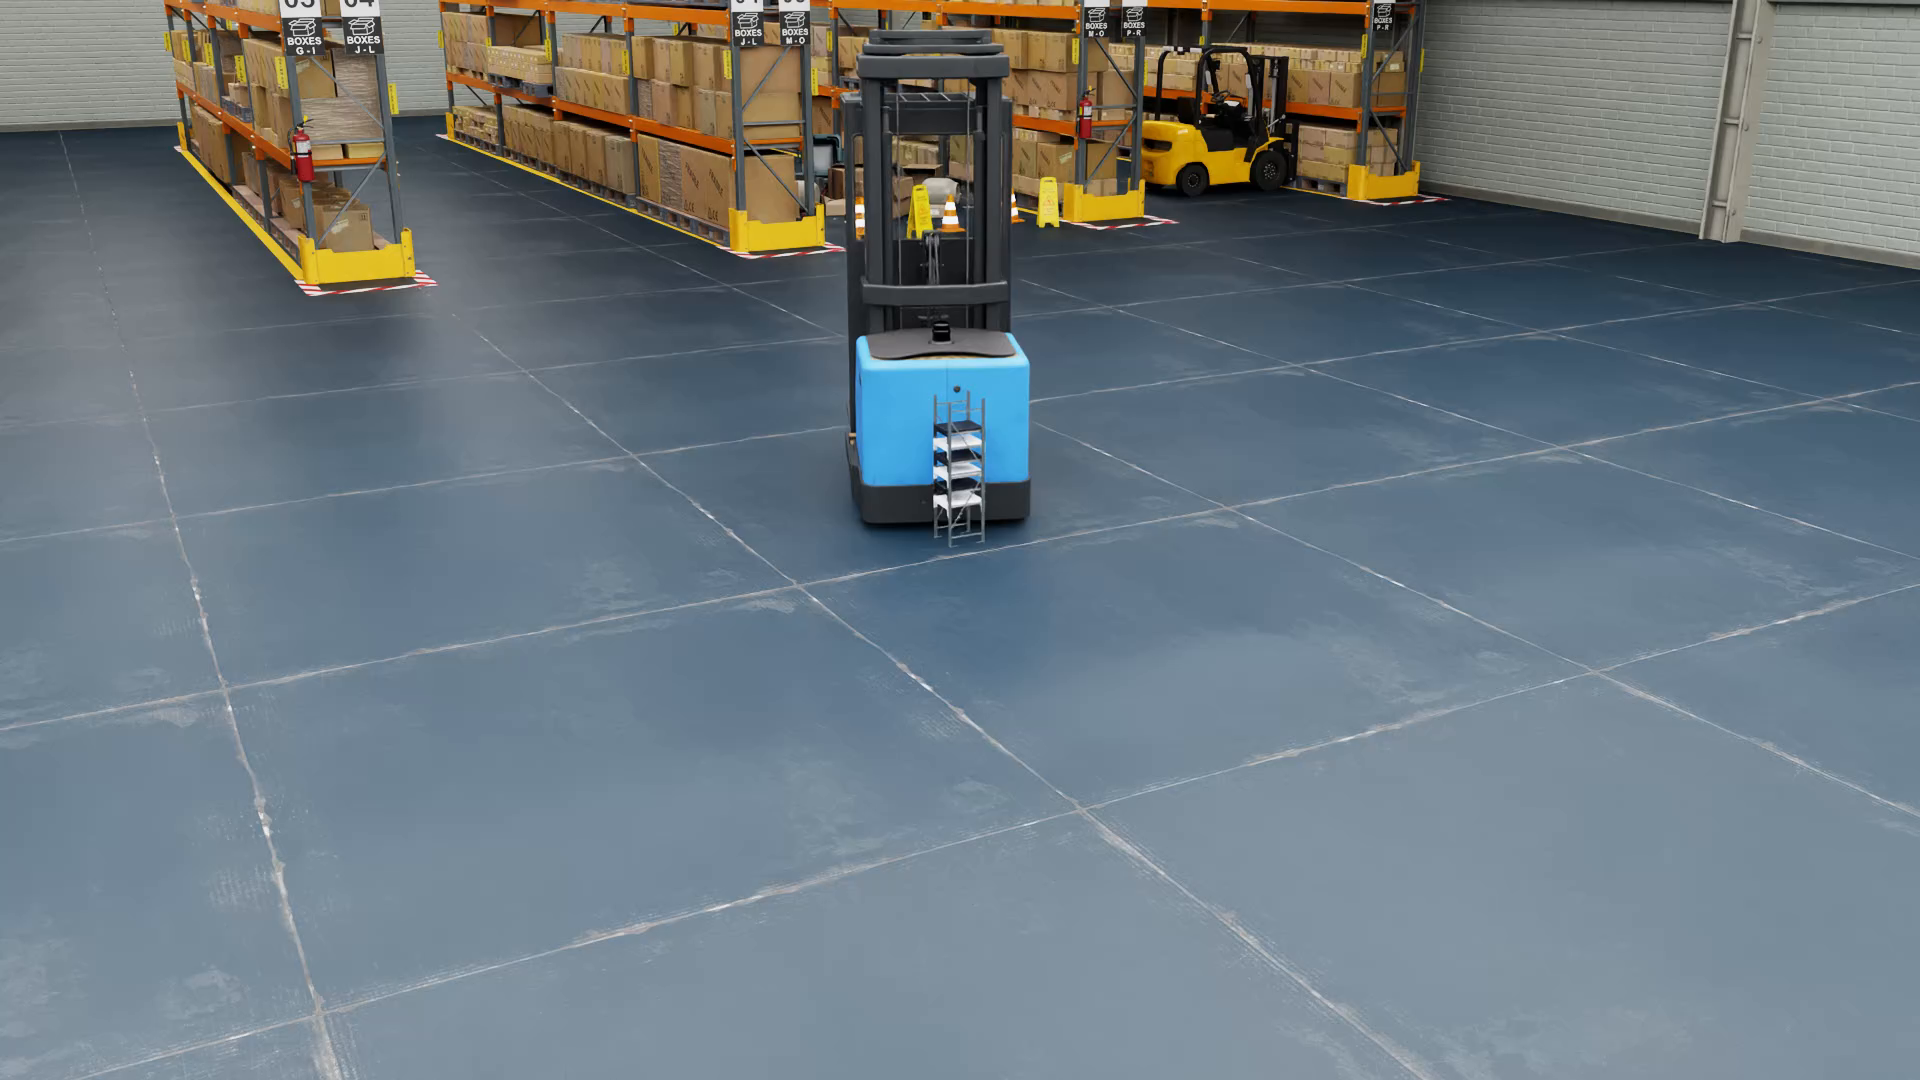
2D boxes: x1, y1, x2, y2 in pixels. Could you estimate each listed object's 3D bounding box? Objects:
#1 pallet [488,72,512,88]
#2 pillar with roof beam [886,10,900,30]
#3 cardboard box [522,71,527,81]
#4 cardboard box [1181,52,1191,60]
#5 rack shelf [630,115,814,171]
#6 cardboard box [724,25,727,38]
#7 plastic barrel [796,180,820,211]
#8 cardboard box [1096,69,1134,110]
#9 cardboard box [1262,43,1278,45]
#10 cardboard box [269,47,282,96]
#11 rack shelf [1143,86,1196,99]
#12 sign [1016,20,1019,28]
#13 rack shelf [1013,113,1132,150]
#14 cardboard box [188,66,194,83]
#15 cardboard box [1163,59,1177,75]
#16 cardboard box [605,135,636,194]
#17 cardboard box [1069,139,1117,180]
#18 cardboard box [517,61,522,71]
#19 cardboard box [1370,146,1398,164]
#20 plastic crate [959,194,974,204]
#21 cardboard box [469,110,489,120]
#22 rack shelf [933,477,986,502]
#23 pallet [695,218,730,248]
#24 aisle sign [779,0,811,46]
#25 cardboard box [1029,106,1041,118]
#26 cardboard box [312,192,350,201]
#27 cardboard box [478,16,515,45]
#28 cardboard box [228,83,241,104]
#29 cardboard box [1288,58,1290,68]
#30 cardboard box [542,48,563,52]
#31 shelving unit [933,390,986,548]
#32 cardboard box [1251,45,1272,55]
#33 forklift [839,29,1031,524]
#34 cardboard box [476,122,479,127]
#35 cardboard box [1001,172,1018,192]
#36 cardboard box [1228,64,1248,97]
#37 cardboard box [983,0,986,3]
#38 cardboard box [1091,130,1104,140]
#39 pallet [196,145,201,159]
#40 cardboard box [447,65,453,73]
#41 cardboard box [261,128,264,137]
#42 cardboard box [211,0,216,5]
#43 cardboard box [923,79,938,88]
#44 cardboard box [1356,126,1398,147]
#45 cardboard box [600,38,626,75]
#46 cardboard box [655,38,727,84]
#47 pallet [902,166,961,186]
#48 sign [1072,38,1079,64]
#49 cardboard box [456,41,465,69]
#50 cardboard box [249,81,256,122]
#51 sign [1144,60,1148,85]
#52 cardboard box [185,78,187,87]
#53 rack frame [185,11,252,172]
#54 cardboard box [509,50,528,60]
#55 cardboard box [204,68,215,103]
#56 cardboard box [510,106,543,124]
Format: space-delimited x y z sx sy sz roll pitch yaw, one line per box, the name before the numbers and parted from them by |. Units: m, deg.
pallet | -7.740 -8.186 29.550 1.003 0.211 1.213 -10 21 -27
pillar with roof beam | -5.476 -14.315 37.821 9.100 9.000 0.400 -10 21 -27
cardboard box | -7.069 -7.738 27.698 0.380 0.149 0.250 -10 22 -27
cardboard box | 4.002 -8.276 28.370 0.380 0.149 0.250 -10 22 -27
rack shelf | -3.227 -5.308 22.017 1.077 0.370 4.000 -10 21 -27
cardboard box | -4.368 -10.074 33.040 0.500 0.500 0.500 -10 22 -27
plastic barrel | -2.288 -4.916 23.729 0.512 0.421 0.421 4 19 11
cardboard box | 2.051 -6.236 22.996 0.500 0.500 0.500 -10 22 -27
cardboard box | 5.136 -8.085 27.359 0.380 0.149 0.250 -10 22 -27
cardboard box | -7.411 -5.257 18.626 0.500 0.500 0.500 -10 21 -27
rack shelf | 3.549 -8.022 29.882 1.077 0.370 4.000 -10 21 -27
sign | 1.186 -10.718 34.820 0.100 0.325 0.005 -10 21 -27
rack shelf | 1.082 -6.103 24.324 1.077 0.370 4.000 -10 21 -27
cardboard box | -12.829 -7.935 28.302 0.500 0.250 0.500 -10 22 -28
cardboard box | 3.790 -8.201 28.763 0.500 0.250 0.500 -11 22 -28
cardboard box | -4.550 -5.521 24.338 1.050 0.750 0.750 -10 21 -27
cardboard box | 1.880 -5.404 23.615 0.500 0.500 0.500 -11 22 -28
cardboard box | -7.201 -7.957 27.878 0.380 0.149 0.250 -10 21 -27
cardboard box | 6.358 -5.941 25.556 0.500 0.250 0.500 -10 21 -26
plastic crate | 0.156 -5.060 24.672 0.583 0.080 0.402 16 25 39
cardboard box | -9.282 -8.221 32.172 0.380 0.149 0.250 -10 21 -26
rack shelf | -0.005 -0.308 10.022 0.258 0.077 0.200 -9 21 -24
pallet | -2.725 -3.973 21.321 1.003 0.211 1.213 -10 21 -27
aisle sign | -1.979 -6.329 19.888 0.394 0.787 0.004 -10 21 -27
cardboard box | 1.196 -6.027 23.383 0.380 0.149 0.250 -10 21 -26
cardboard box | -7.566 -3.882 19.971 0.500 0.500 0.500 -8 21 -22
cardboard box | -8.436 -9.272 30.261 0.500 0.500 0.500 -11 22 -29
cardboard box | -9.895 -6.242 23.208 0.500 0.250 0.500 -11 22 -28
cardboard box | 5.317 -7.499 26.118 0.380 0.149 0.250 -10 21 -27
cardboard box | -6.995 -8.420 28.764 0.380 0.149 0.250 -11 22 -29
shelving unit | -0.005 -0.424 9.981 0.258 0.900 0.210 -9 21 -24
cardboard box | 4.900 -7.852 26.683 0.380 0.149 0.250 -10 22 -28
forklift | -0.231 -1.923 11.211 1.130 2.935 3.031 -2 19 -6
cardboard box | -9.176 -8.101 32.280 0.380 0.149 0.250 -9 21 -24
cardboard box | 0.918 -5.258 24.341 0.500 0.250 0.500 -11 22 -29
cardboard box | 4.741 -7.520 27.173 0.500 0.500 0.500 -10 21 -26
cardboard box | 0.555 -7.895 24.199 0.380 0.149 0.250 -11 22 -28
cardboard box | 2.883 -7.831 31.223 0.875 0.625 0.625 -9 21 -25
pallet | -13.264 -7.042 30.216 1.003 0.211 1.213 -10 21 -27
cardboard box | -10.009 -9.404 33.171 0.380 0.149 0.250 -10 21 -27
cardboard box | -8.502 -5.114 20.739 0.380 0.149 0.250 -10 21 -27
cardboard box | -10.246 -7.656 23.352 0.500 0.250 0.500 -9 21 -25
cardboard box | -0.355 -7.202 26.147 0.380 0.149 0.250 -10 21 -26
cardboard box | 6.336 -6.178 25.475 0.500 0.250 0.500 -10 22 -27
cardboard box | -4.903 -7.176 24.643 0.700 0.500 0.500 -10 21 -26
cardboard box | -3.532 -6.376 22.125 0.875 0.550 0.550 -10 21 -27
pallet | -0.239 -5.923 26.972 1.003 0.211 1.213 -10 21 -27
sign | 1.533 -6.486 22.069 0.100 0.325 0.005 -10 21 -27
cardboard box | -9.407 -9.391 32.138 0.500 0.500 0.500 -10 21 -26
cardboard box | -8.430 -5.532 20.955 0.875 0.500 0.500 -10 21 -27
sign | 2.509 -6.363 22.645 0.100 0.325 0.005 -10 21 -27
cardboard box | -13.432 -8.066 29.294 0.380 0.149 0.250 -10 22 -28
rack frame | -12.388 -7.779 28.077 1.000 3.000 0.127 -10 21 -27
cardboard box | -7.447 -8.247 28.263 0.380 0.149 0.250 -9 21 -25
cardboard box | -11.422 -7.074 25.880 0.500 0.500 0.500 -11 22 -28
cardboard box | -7.602 -7.484 29.261 0.500 0.250 0.500 -9 21 -25
